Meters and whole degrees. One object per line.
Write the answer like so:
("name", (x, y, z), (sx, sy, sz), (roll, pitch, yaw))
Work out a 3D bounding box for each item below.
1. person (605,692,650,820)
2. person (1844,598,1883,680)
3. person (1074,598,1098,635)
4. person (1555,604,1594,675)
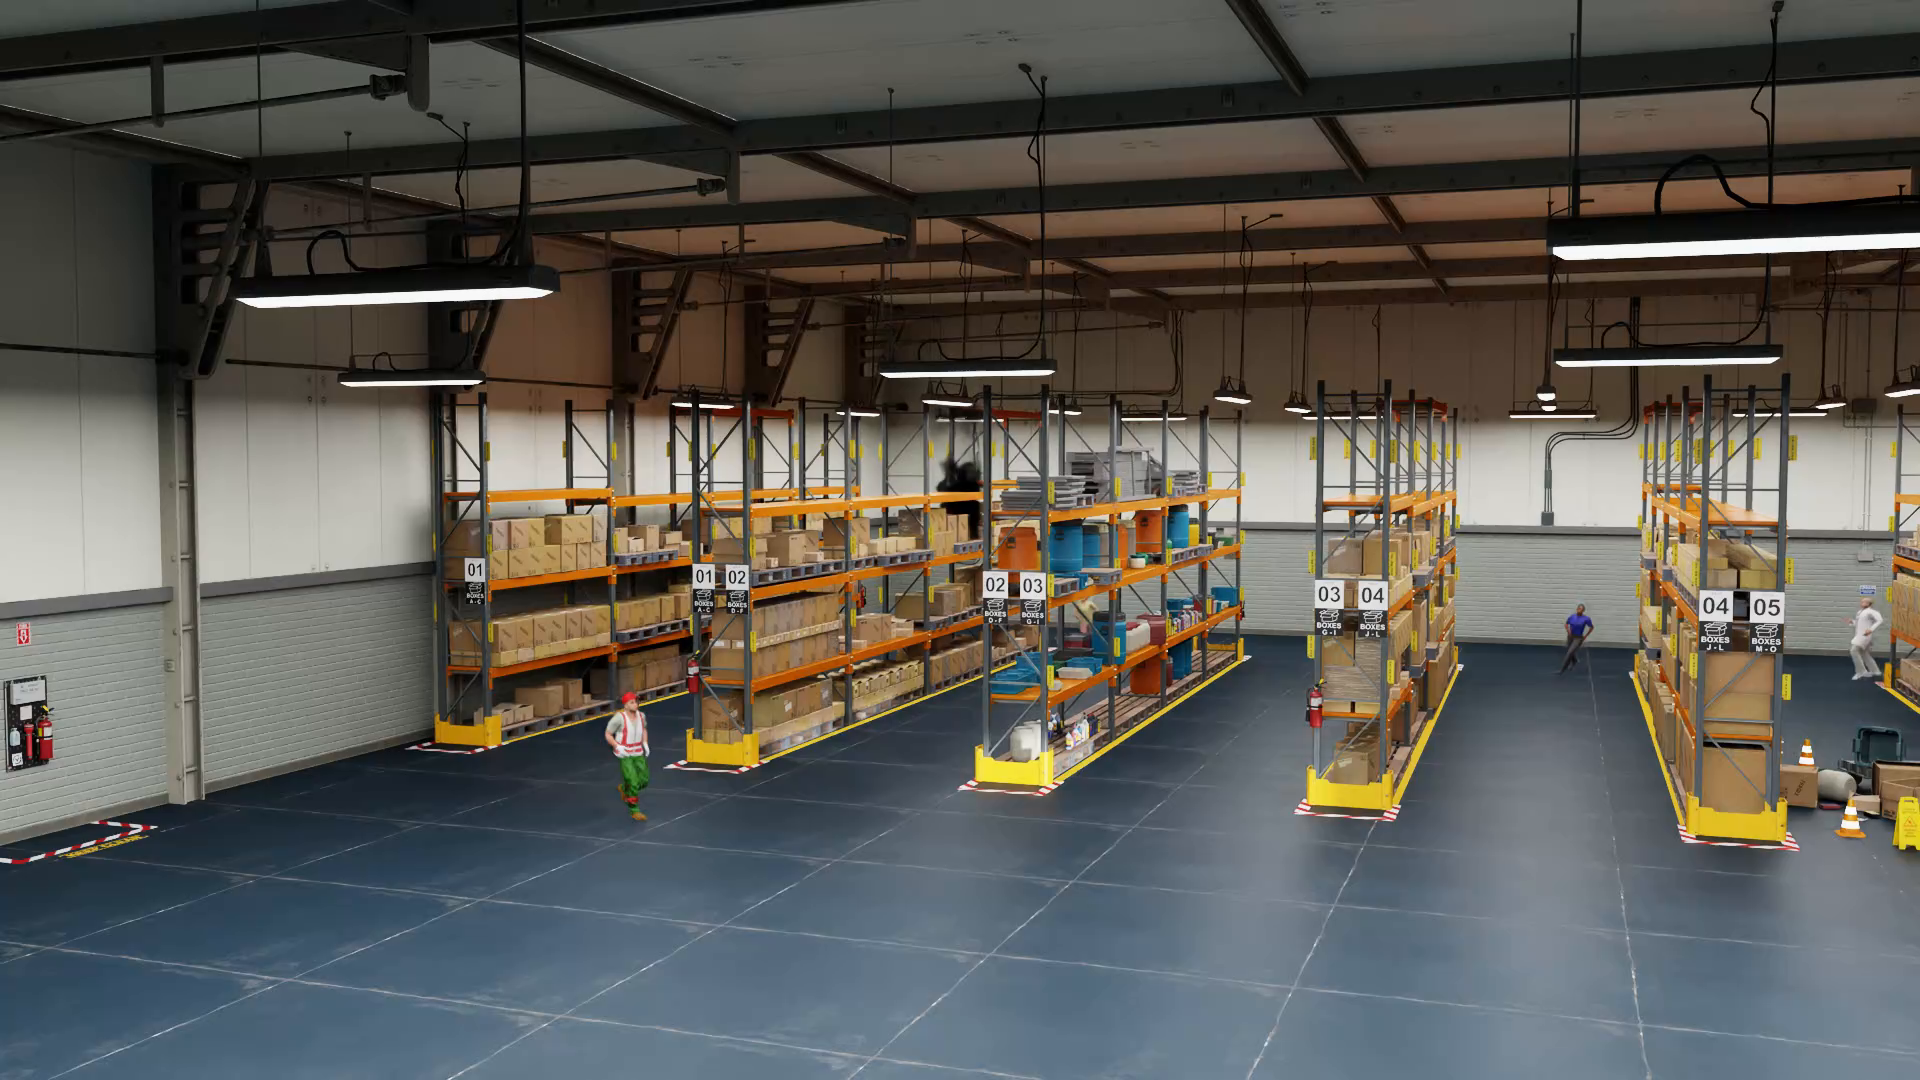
("person", (-4.536, 2.930, 22.672), (0.678, 1.740, 0.593), (-3, 4, -44))
("person", (19.853, 2.173, 36.541), (0.777, 1.826, 0.685), (1, 3, 14))
("person", (3.058, 2.012, 40.555), (0.588, 1.503, 0.621), (1, 3, 14))
("person", (13.873, 2.219, 37.373), (0.913, 1.585, 0.656), (-3, 4, -44))
